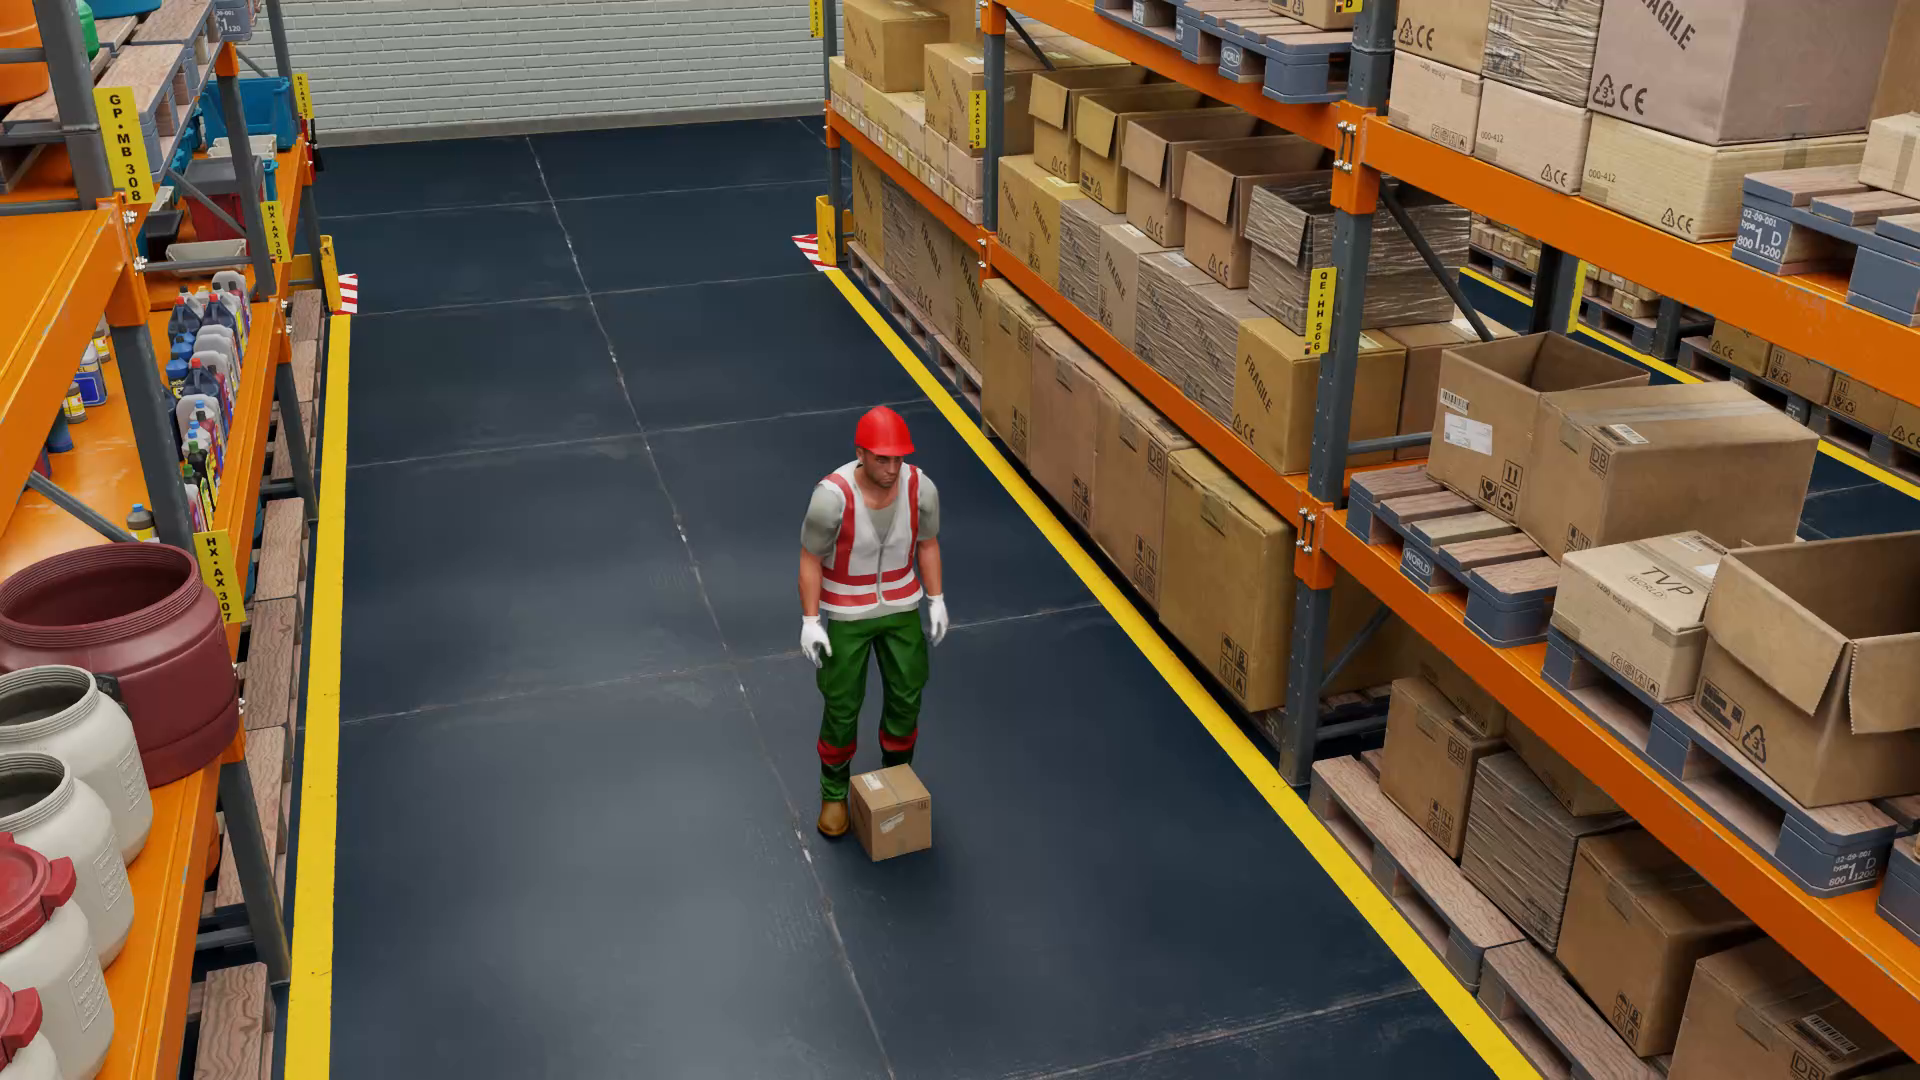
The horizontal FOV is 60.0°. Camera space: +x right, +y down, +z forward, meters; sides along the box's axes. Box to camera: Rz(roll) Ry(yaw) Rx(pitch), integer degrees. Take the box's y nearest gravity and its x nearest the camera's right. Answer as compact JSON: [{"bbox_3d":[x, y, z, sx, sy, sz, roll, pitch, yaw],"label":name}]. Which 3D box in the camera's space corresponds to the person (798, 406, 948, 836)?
[{"bbox_3d":[-0.331,0.303,6.483,0.614,1.775,0.452,-10,28,-19],"label":"person"}]
